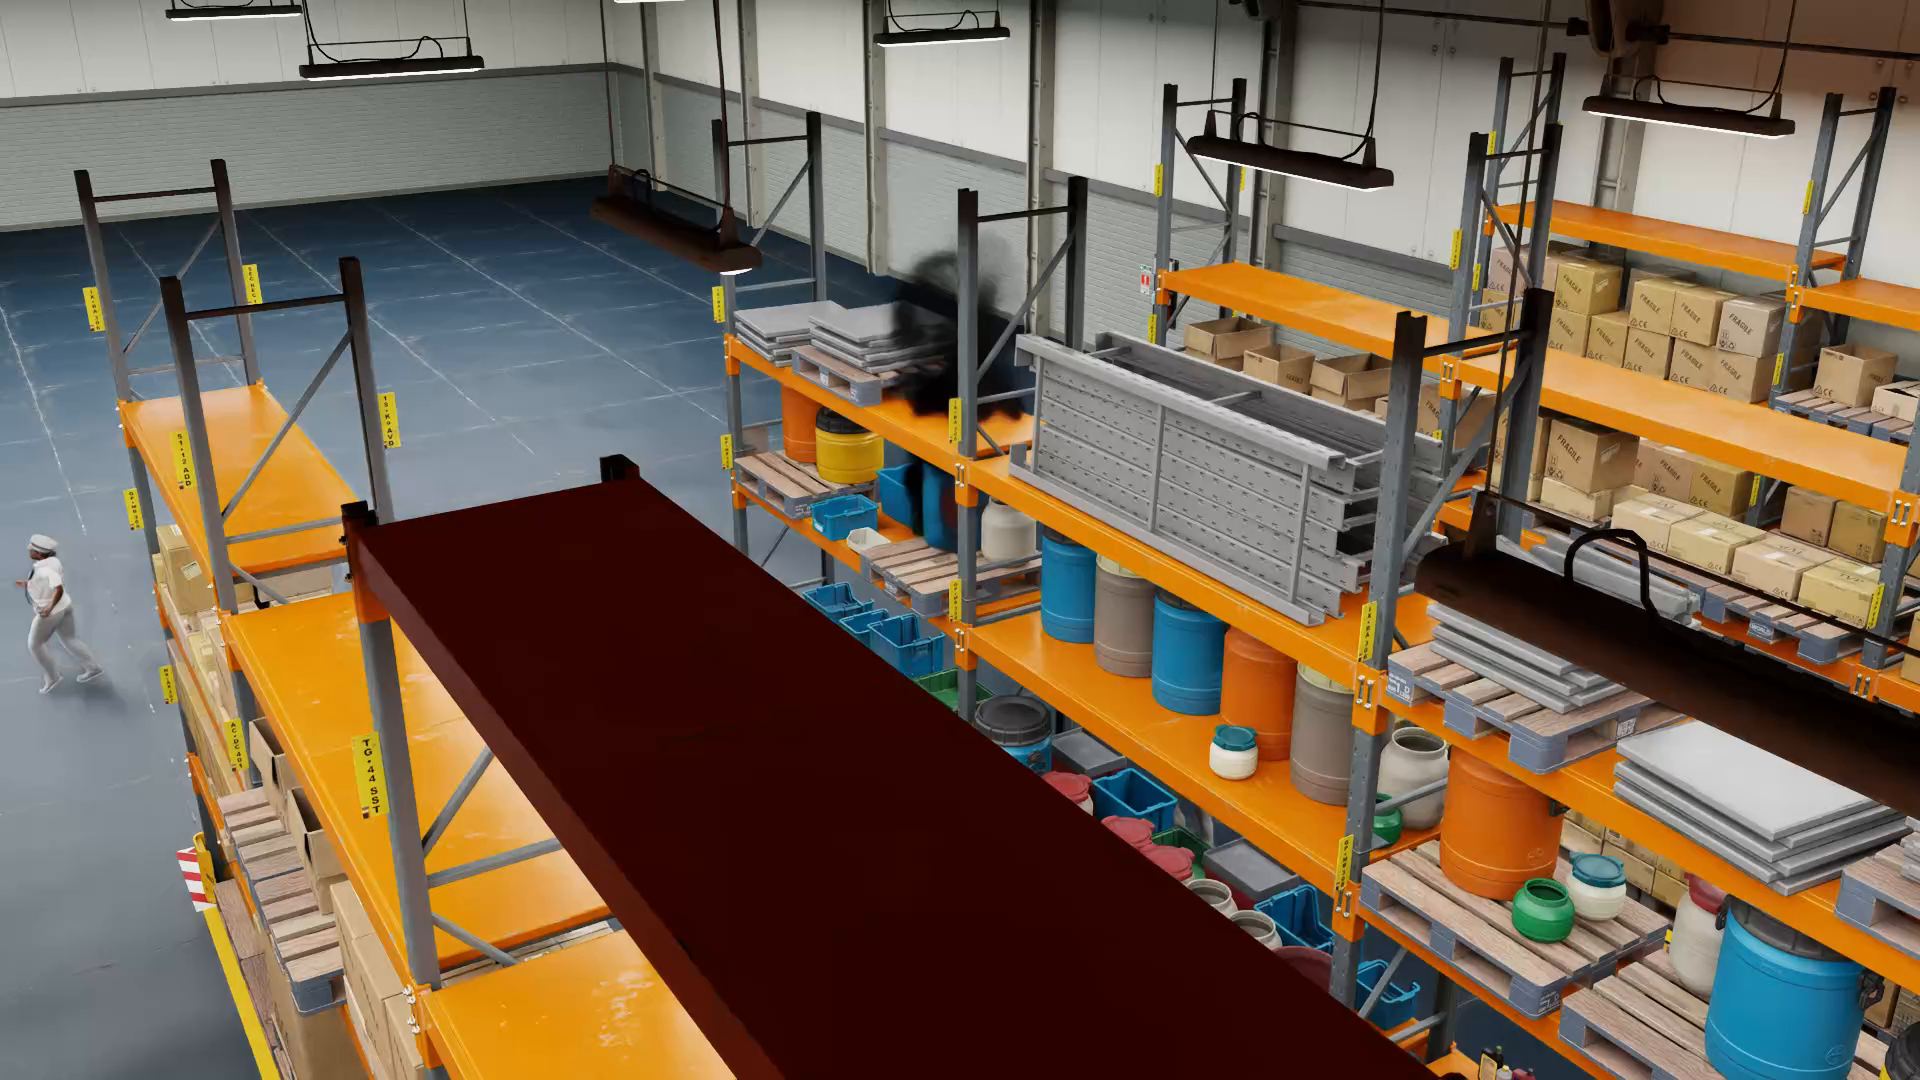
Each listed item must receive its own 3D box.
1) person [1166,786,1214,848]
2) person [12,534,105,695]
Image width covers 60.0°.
[{"bbox_3d":[1.879,1.964,13.636,0.517,1.643,0.633,-15,26,-33],"label":"person"},{"bbox_3d":[-9.380,0.770,17.208,0.714,1.756,0.556,-2,22,-4],"label":"person"}]
